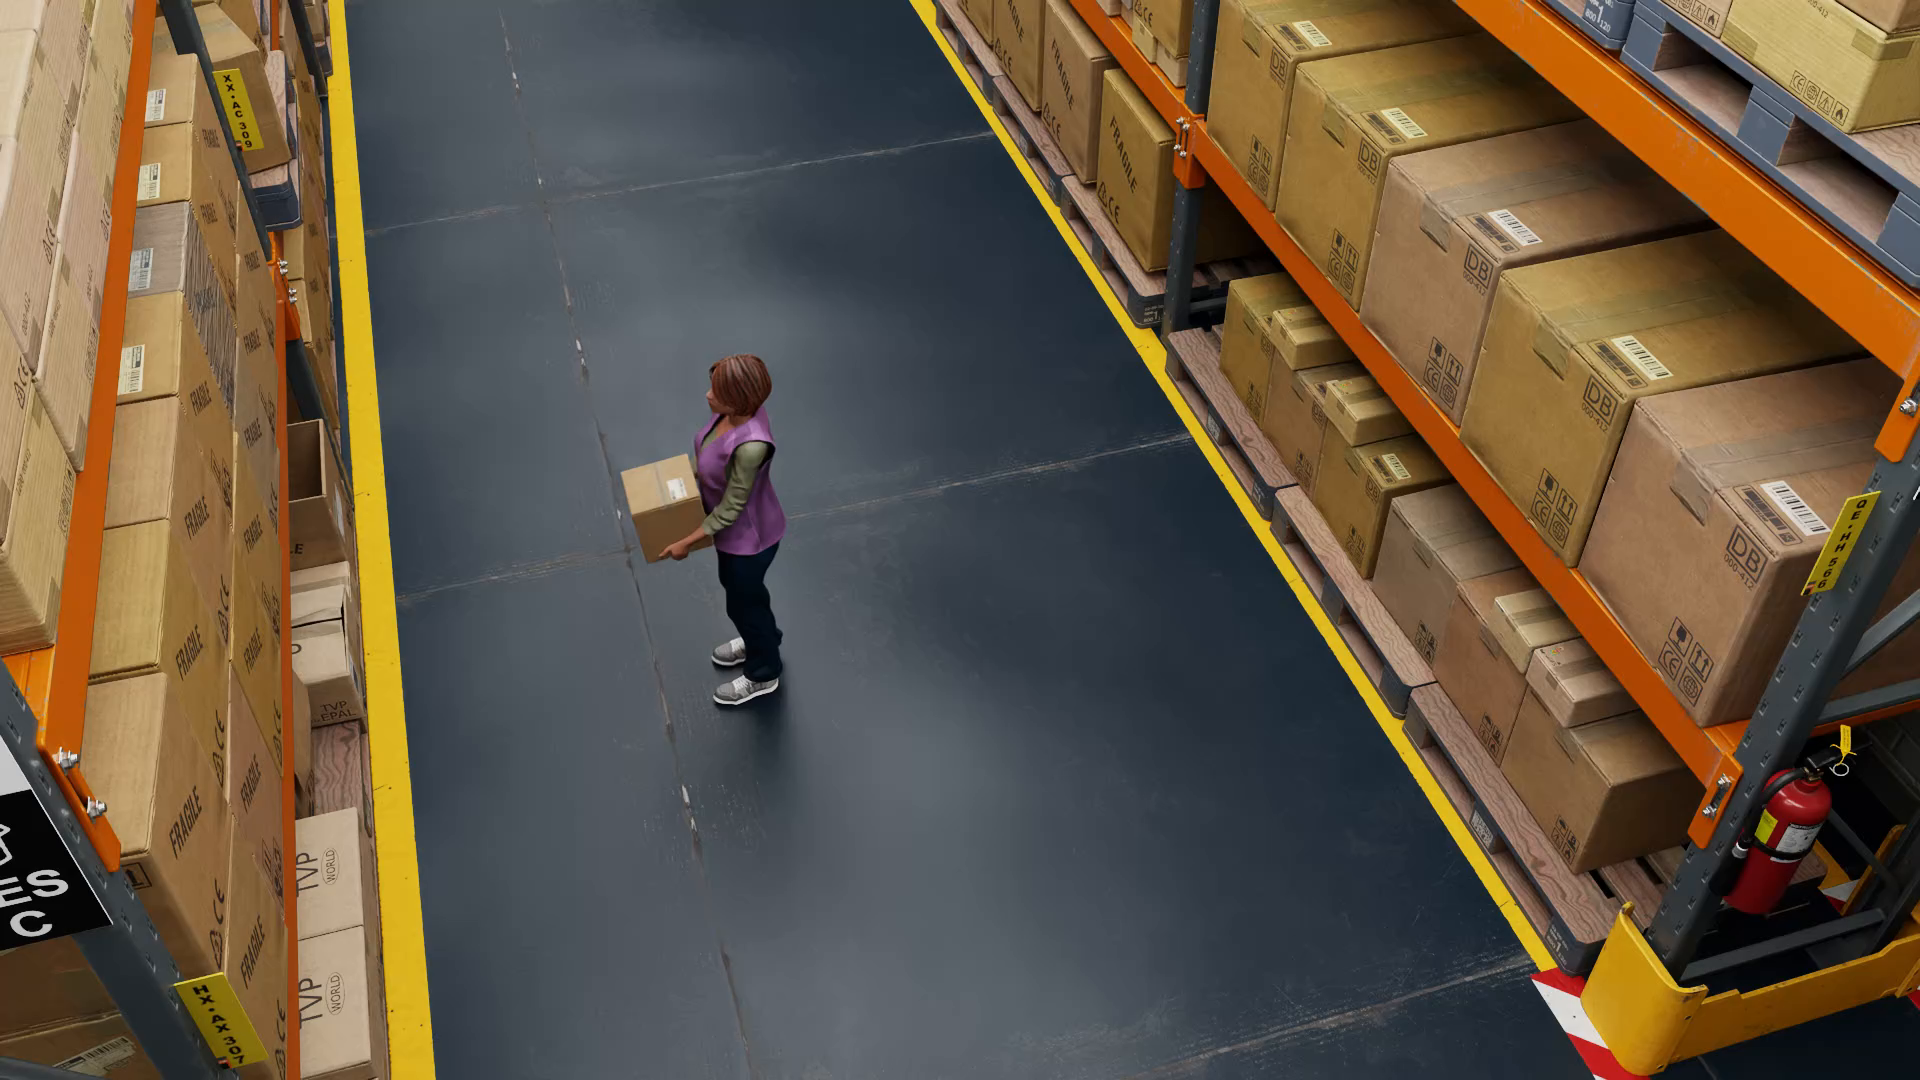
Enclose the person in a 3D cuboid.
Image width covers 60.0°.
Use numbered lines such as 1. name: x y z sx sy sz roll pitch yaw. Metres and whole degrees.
1. person: -0.891 -0.021 6.192 0.488 1.593 0.412 -12 44 -13
